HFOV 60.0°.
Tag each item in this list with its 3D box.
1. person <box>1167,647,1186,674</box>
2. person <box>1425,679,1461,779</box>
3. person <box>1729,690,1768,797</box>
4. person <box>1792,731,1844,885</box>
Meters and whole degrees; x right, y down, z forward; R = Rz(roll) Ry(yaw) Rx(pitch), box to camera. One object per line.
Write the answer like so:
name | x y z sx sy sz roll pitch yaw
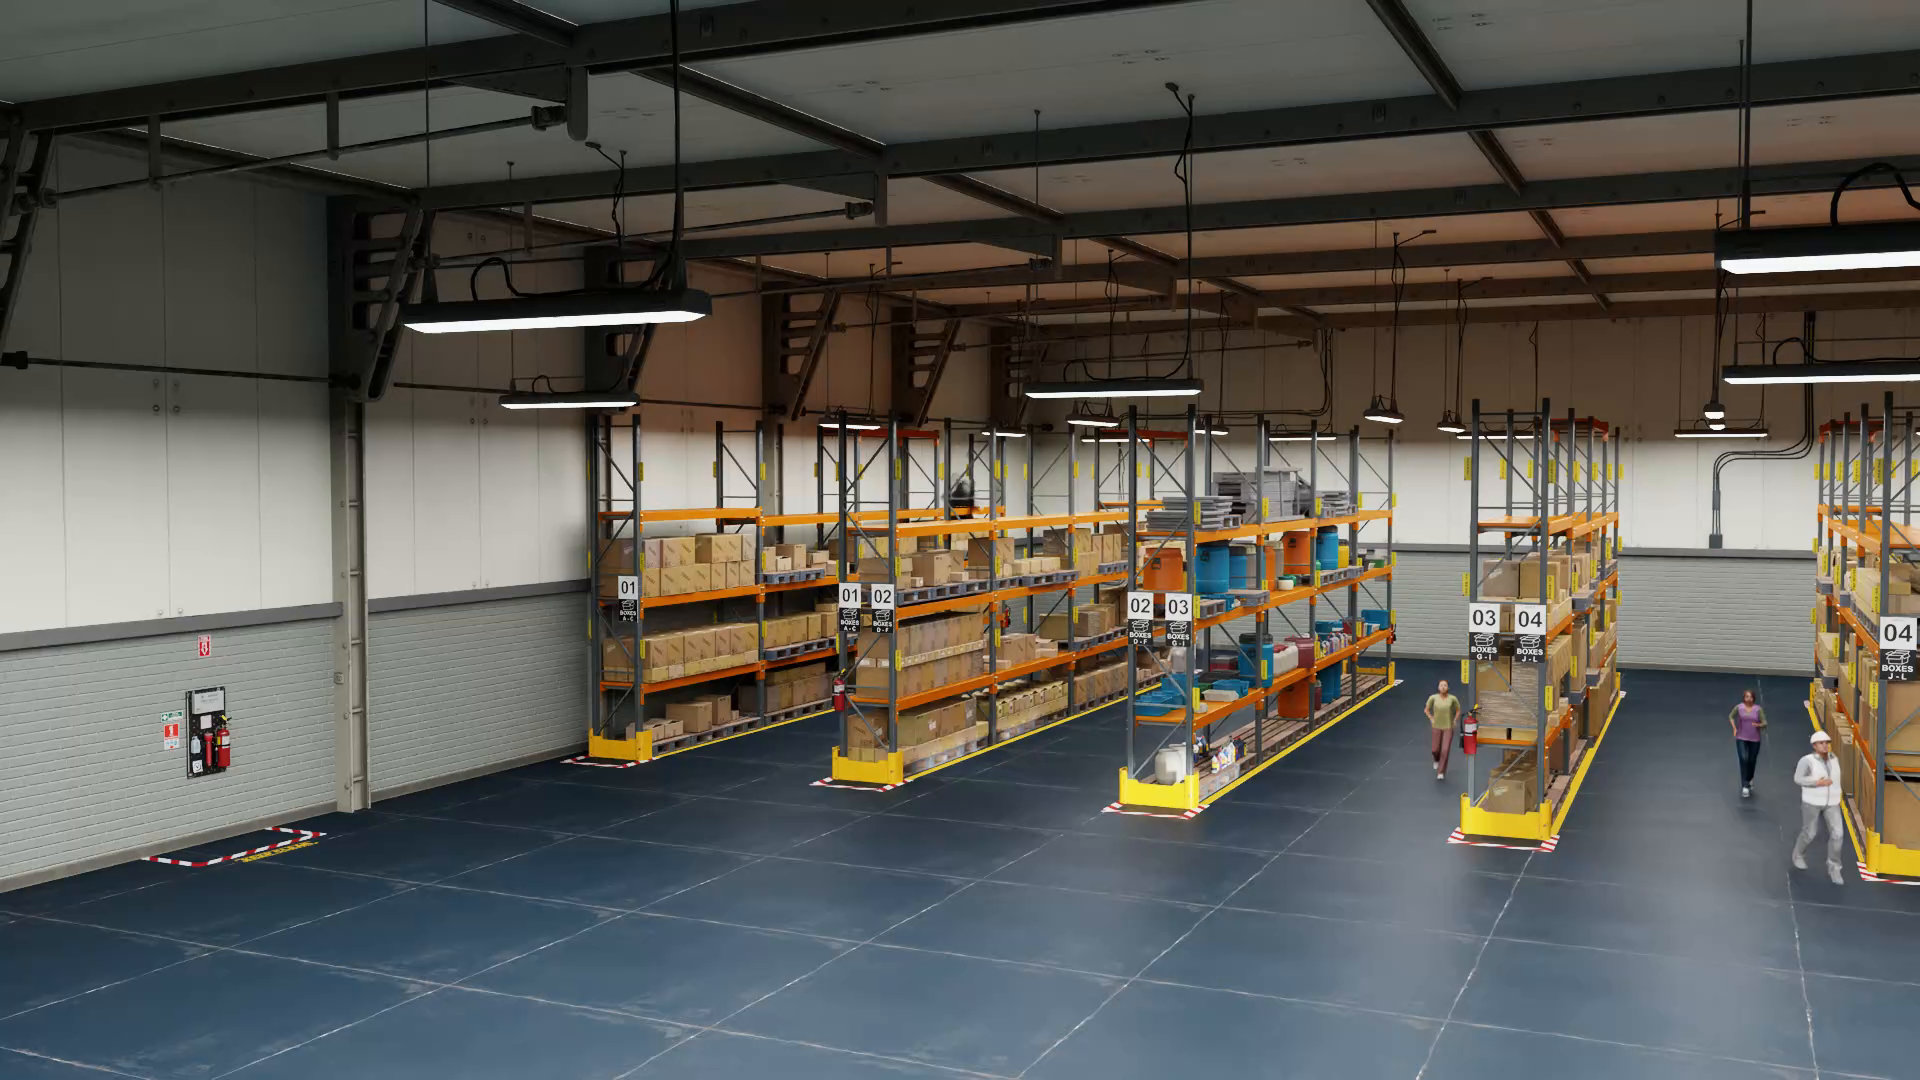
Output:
person | 4.619 2.780 35.130 0.532 1.550 0.558 1 2 18
person | 7.883 3.069 27.164 0.558 1.624 0.549 1 2 15
person | 12.214 3.118 25.768 0.532 1.609 0.781 1 3 20
person | 10.586 3.274 20.500 0.655 1.848 0.758 0 2 2
